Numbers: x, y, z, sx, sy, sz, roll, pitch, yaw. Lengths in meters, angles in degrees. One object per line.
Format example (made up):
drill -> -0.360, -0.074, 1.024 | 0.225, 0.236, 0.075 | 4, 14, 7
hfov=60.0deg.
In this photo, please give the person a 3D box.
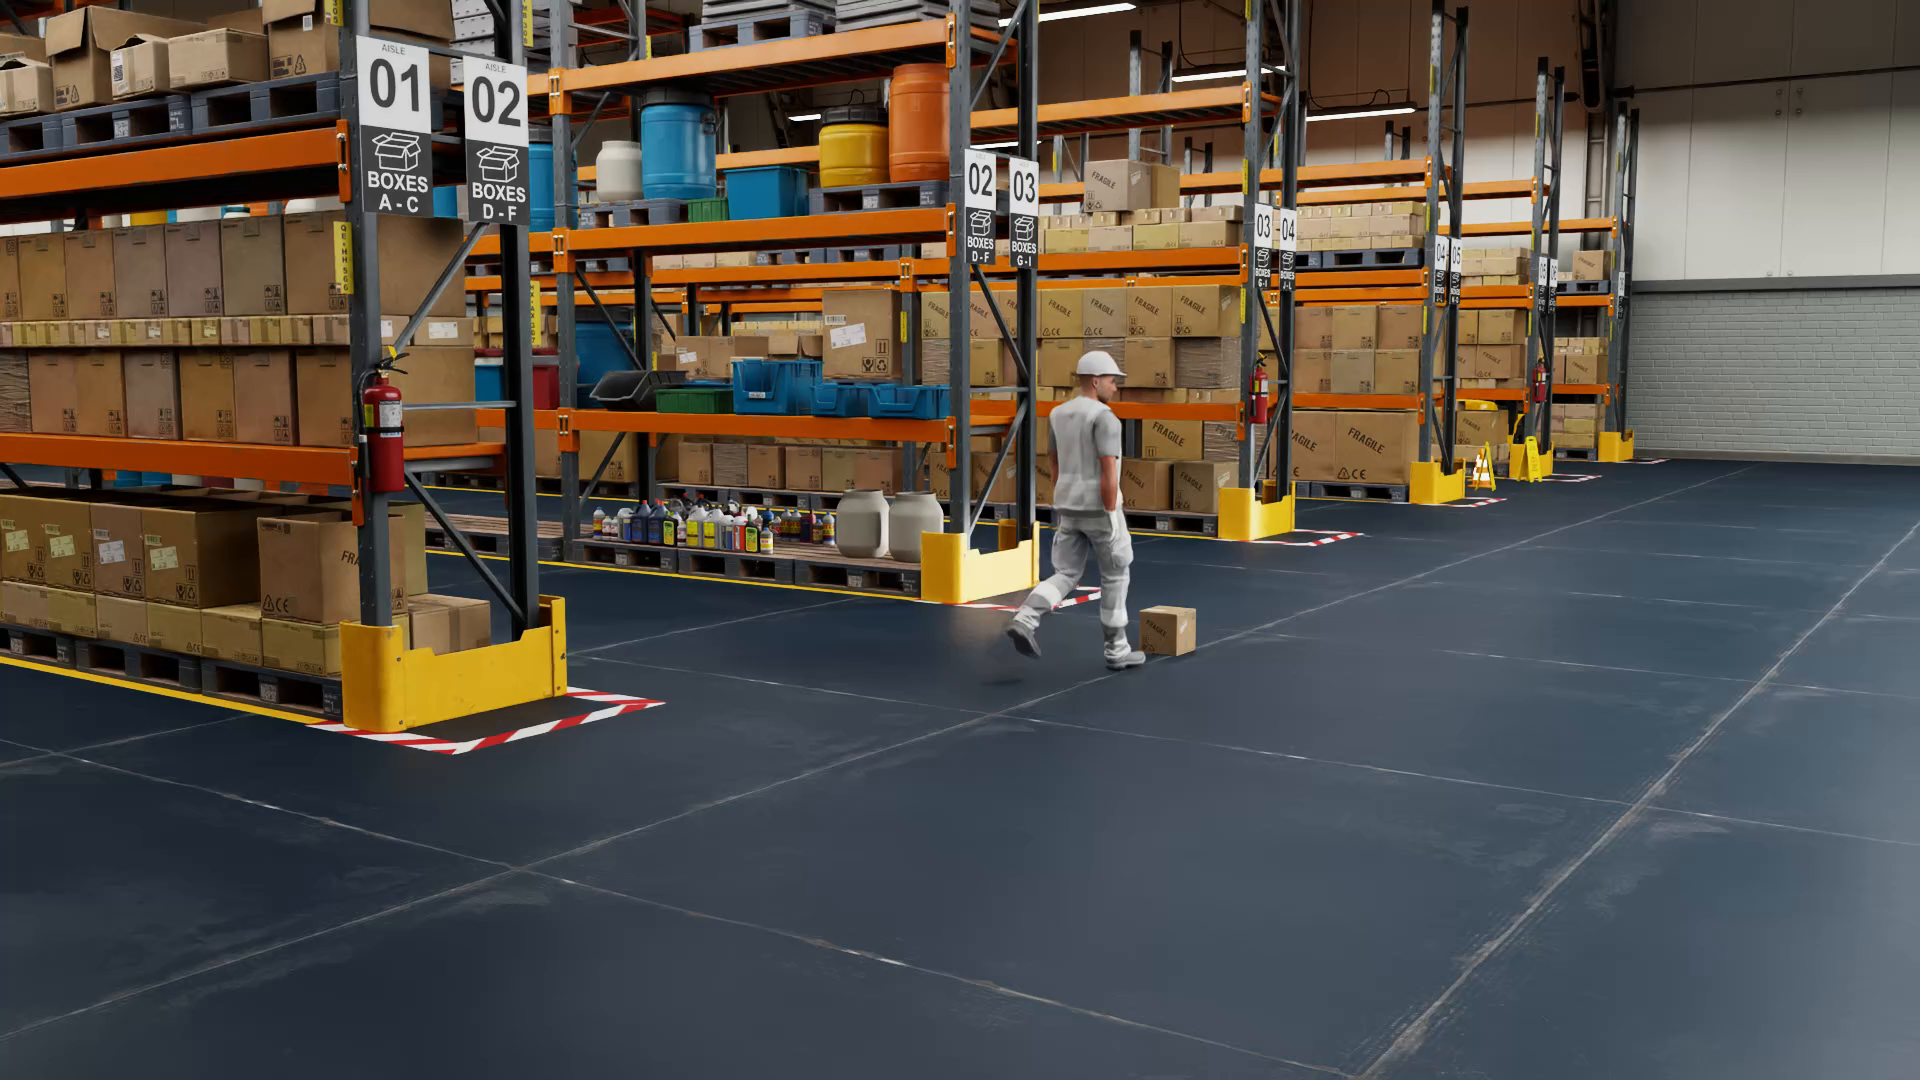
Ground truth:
person -> 0.686, -0.151, 9.179 | 0.873, 1.769, 0.557 | -6, 8, -42
